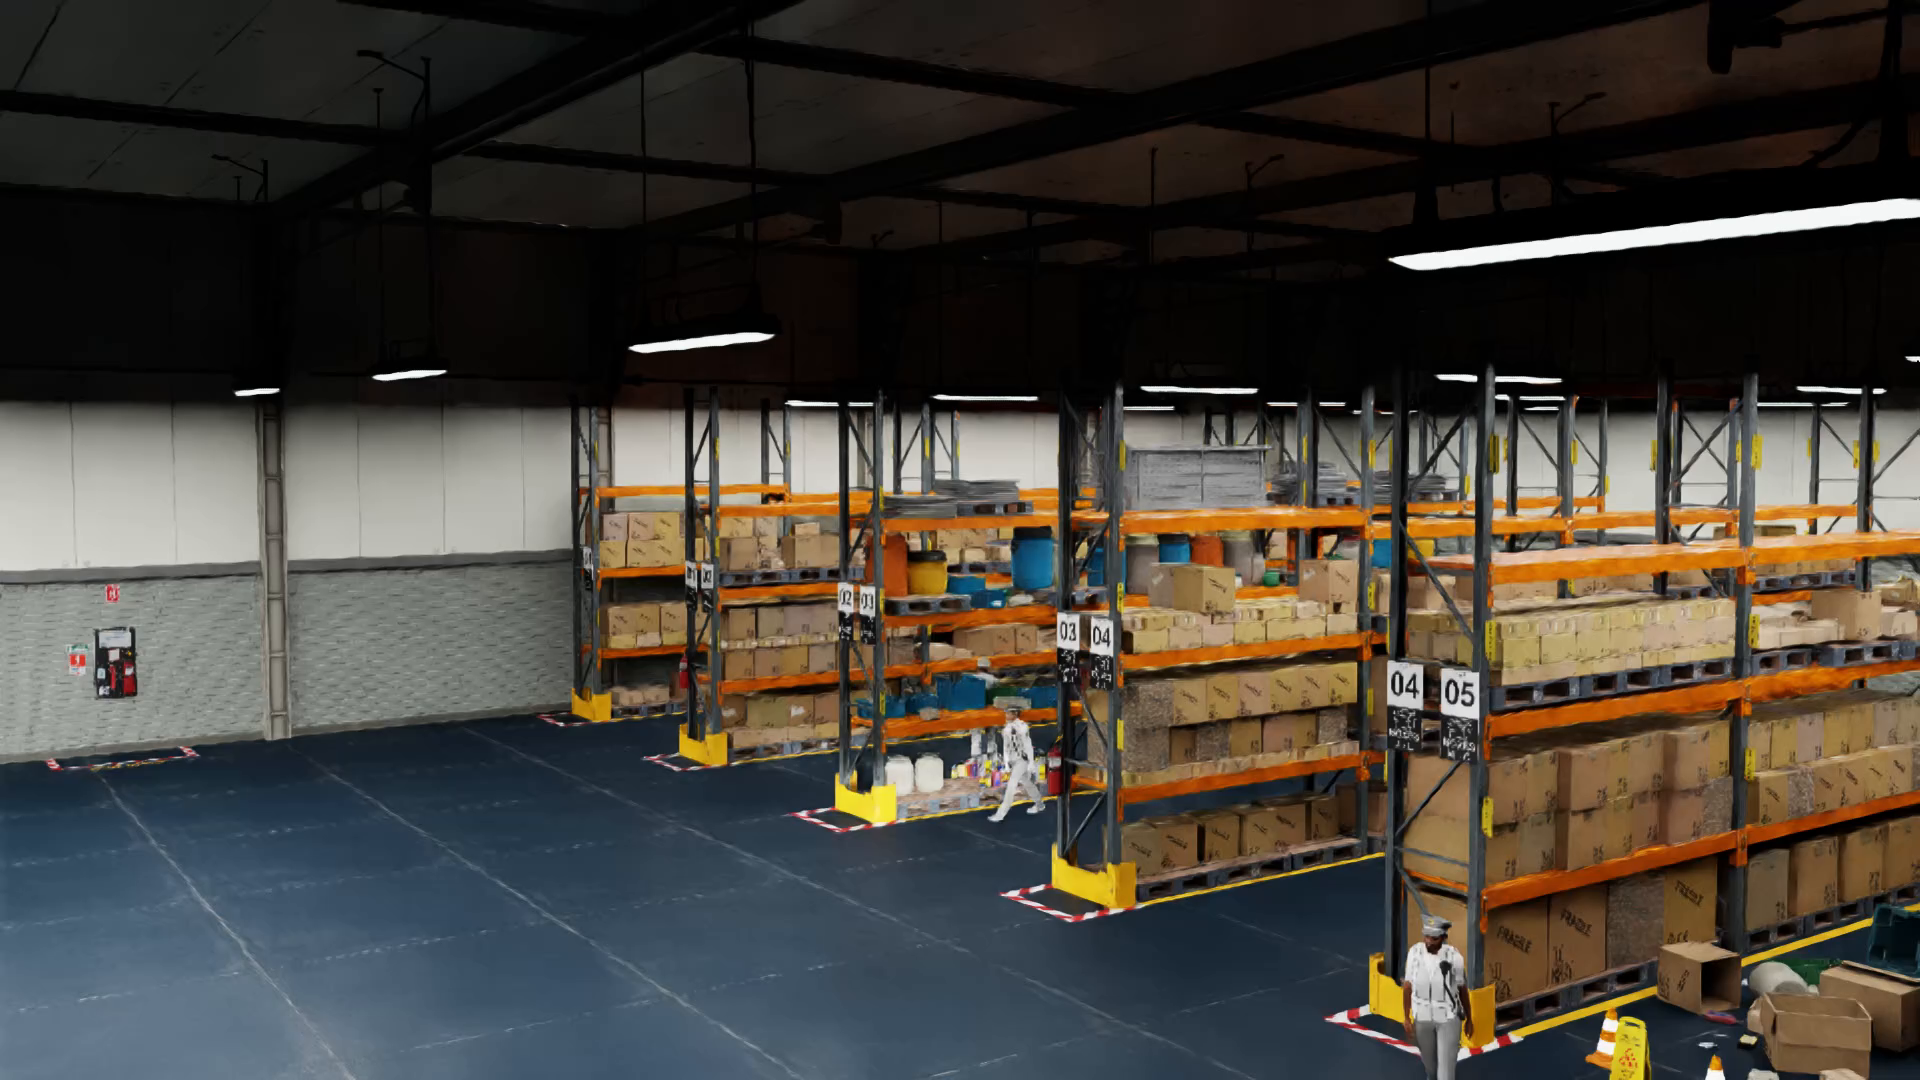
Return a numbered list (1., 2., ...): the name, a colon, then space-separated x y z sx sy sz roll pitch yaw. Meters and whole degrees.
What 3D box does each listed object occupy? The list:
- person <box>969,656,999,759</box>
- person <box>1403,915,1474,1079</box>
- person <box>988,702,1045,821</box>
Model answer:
1. person: 0.338 2.694 25.942 0.606 1.786 0.493 0 3 -4
2. person: 3.593 3.599 12.546 0.490 1.625 0.939 2 4 32
3. person: 0.744 2.980 22.686 1.072 1.586 0.490 -2 4 -33
